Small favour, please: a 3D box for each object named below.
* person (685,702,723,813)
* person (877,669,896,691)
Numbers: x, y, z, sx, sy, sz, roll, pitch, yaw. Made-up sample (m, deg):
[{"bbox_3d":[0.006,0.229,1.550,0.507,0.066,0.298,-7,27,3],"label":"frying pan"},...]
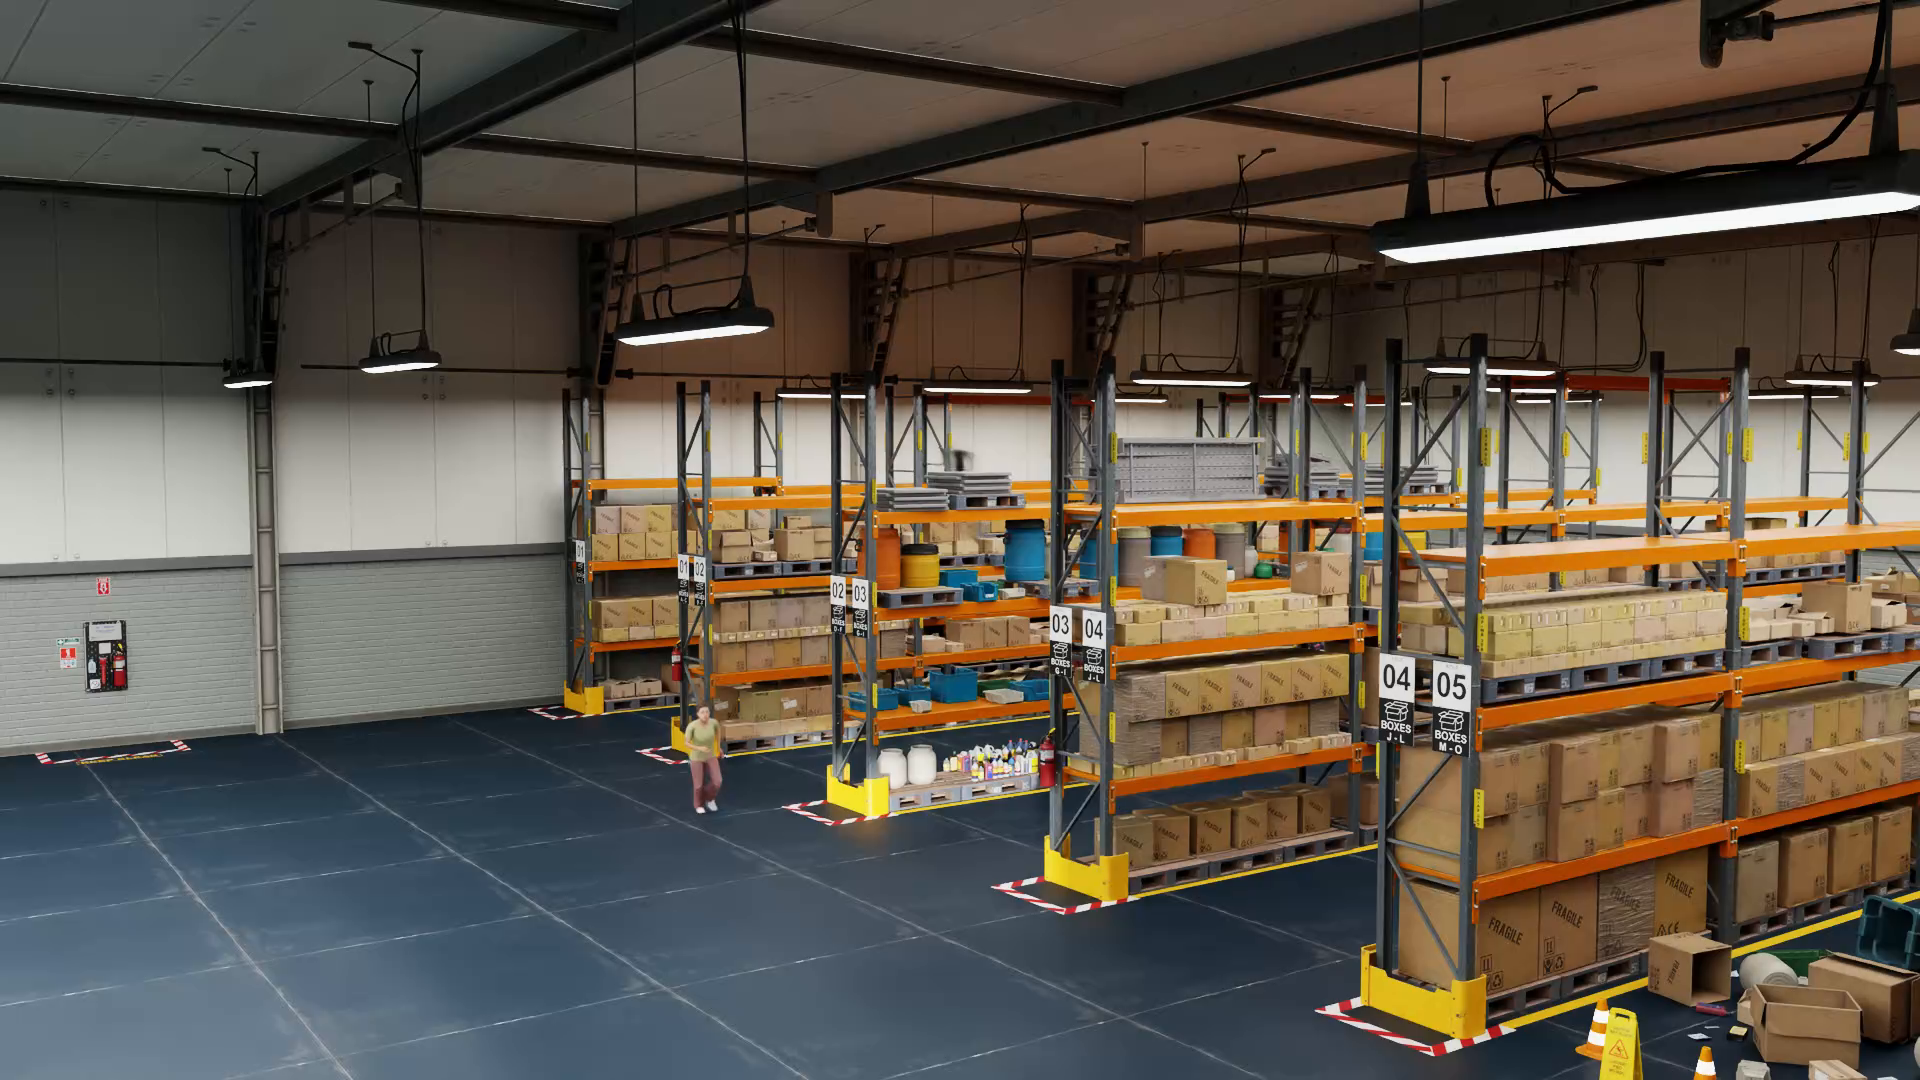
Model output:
[{"bbox_3d":[-3.440,2.944,22.371,0.572,1.561,0.790,-1,4,-21],"label":"person"},{"bbox_3d":[-1.330,2.395,30.877,0.574,1.580,0.764,3,5,40],"label":"person"}]
